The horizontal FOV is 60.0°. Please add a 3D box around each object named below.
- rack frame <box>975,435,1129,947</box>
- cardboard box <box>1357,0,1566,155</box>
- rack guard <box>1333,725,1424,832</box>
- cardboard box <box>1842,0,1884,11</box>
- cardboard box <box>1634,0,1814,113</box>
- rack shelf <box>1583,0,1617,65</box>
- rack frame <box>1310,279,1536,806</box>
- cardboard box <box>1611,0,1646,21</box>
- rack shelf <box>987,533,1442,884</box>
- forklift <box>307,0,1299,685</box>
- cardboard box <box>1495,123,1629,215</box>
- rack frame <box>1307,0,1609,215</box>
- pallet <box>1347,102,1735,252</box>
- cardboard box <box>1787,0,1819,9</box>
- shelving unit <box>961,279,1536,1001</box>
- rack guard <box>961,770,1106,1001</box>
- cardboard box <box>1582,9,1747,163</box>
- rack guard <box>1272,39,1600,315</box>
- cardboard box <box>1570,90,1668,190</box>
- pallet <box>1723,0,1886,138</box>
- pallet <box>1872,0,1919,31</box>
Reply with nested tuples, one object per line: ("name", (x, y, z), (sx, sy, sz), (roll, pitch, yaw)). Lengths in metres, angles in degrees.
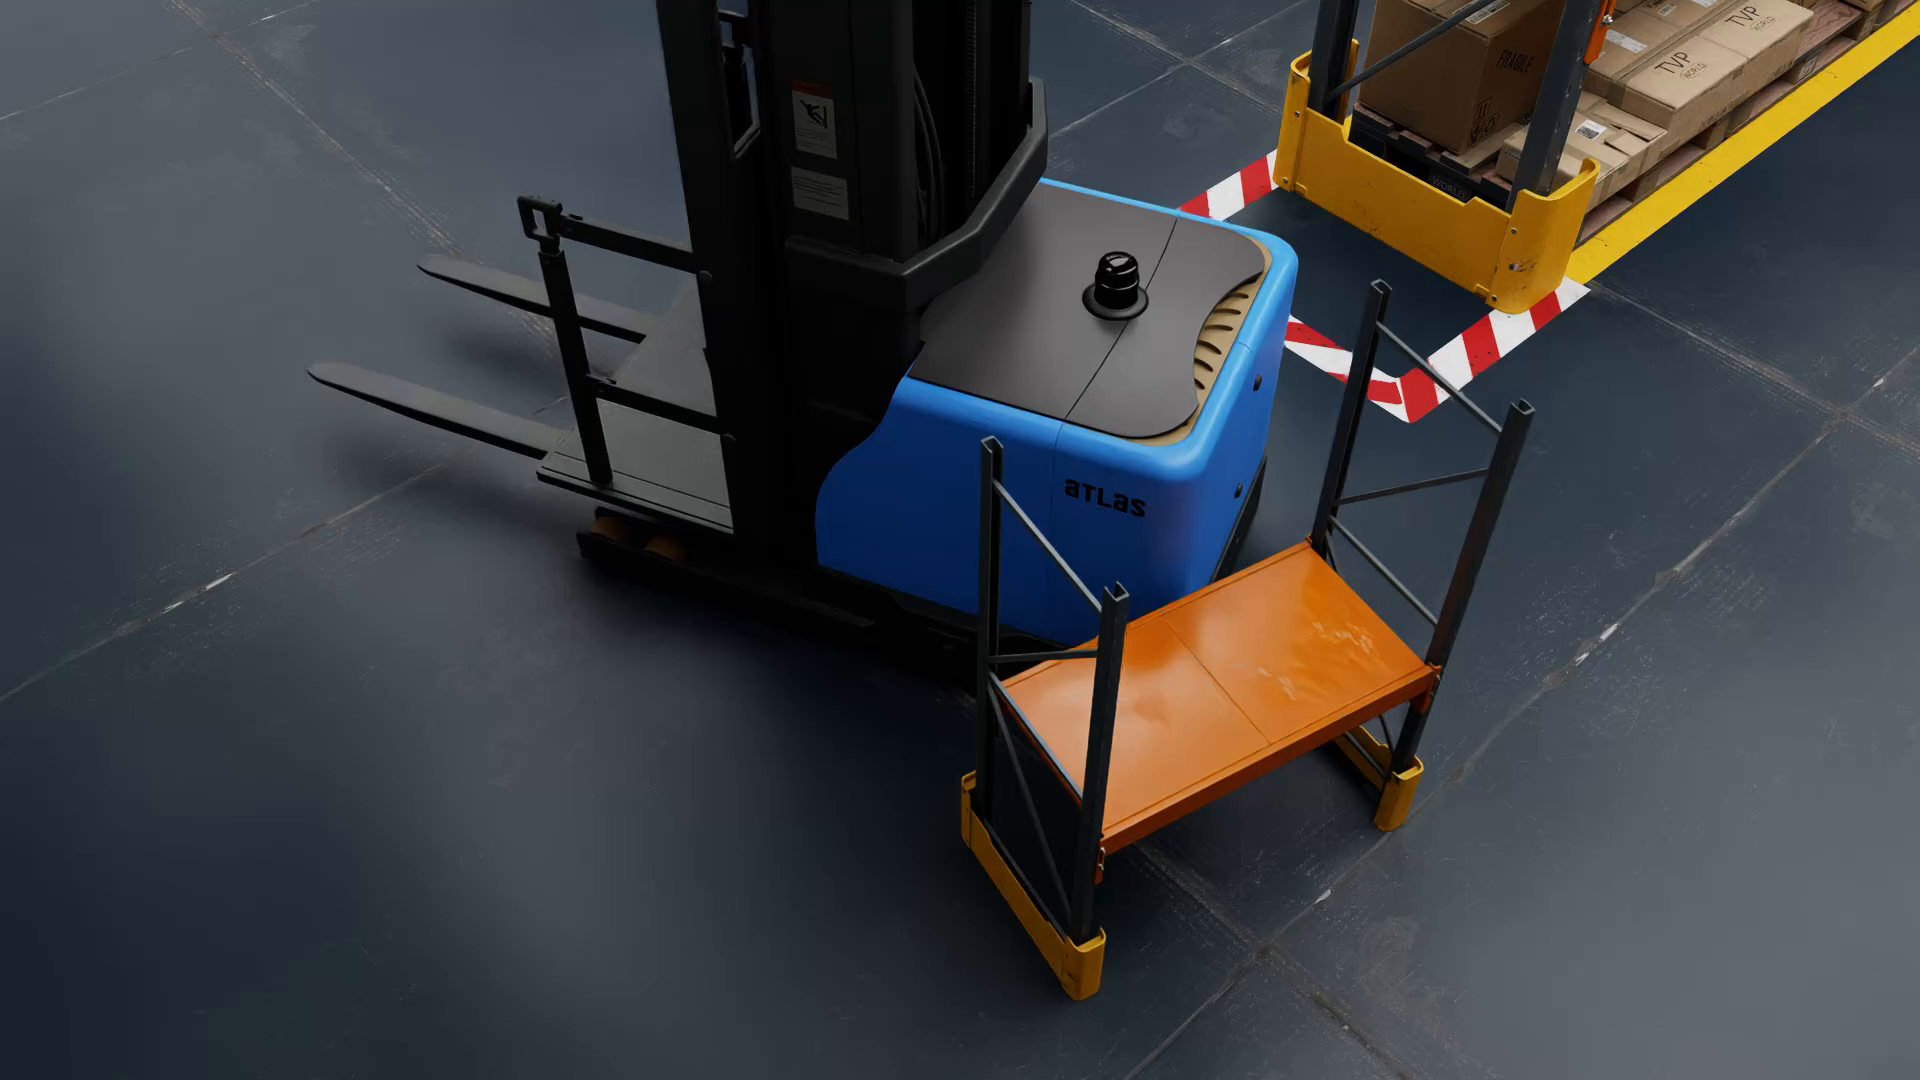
("rack frame", (0.178, 0.456, 3.807), (0.032, 1.500, 0.500), (-23, 52, -20))
("cardboard box", (1.907, -1.880, 6.345), (0.500, 0.500, 0.500), (-34, 56, -27))
("rack guard", (1.040, 0.512, 4.606), (0.087, 0.250, 0.587), (-23, 52, -20))
("cardboard box", (3.845, -2.584, 7.123), (0.500, 0.311, 0.500), (-34, 56, -27))
("cardboard box", (3.004, -2.001, 6.627), (0.500, 0.250, 0.500), (-34, 56, -27))
("rack shelf", (3.151, -2.920, 6.393), (4.000, 0.370, 1.077), (-34, 56, -27))
("rack frame", (1.058, 0.082, 4.152), (0.032, 1.500, 0.500), (-23, 52, -20))
("cardboard box", (2.631, -2.248, 6.855), (0.500, 0.250, 0.500), (-34, 56, -27))
("rack shelf", (0.618, 0.391, 4.112), (1.000, 0.185, 0.538), (-23, 52, -20))
("forklift", (-0.624, -1.189, 4.352), (3.031, 2.935, 1.130), (17, 50, 15))
("cardboard box", (2.212, -1.378, 6.121), (0.250, 0.149, 0.380), (-34, 56, -27))
("rack frame", (1.671, -2.175, 5.216), (0.127, 3.000, 1.000), (-34, 56, -27))
("pallet", (2.316, -1.662, 6.640), (1.213, 0.211, 1.003), (-34, 56, -27))
("cardboard box", (3.244, -2.524, 6.937), (0.637, 0.503, 0.797), (-34, 56, -27))
("shelving unit", (0.610, 0.273, 3.976), (1.083, 1.500, 0.587), (-23, 52, -20))
("rack guard", (0.178, 0.878, 4.268), (0.087, 0.250, 0.587), (-23, 52, -20))
("cardboard box", (2.634, -1.754, 6.399), (0.500, 0.250, 0.500), (-34, 56, -27))
("rack guard", (1.727, -1.365, 6.170), (0.348, 0.500, 1.175), (-34, 56, -27))
("cardboard box", (2.397, -1.507, 6.228), (0.250, 0.166, 0.380), (-34, 56, -27))
("pallet", (3.219, -2.262, 7.194), (1.213, 0.211, 1.003), (-34, 56, -27))
("pallet", (4.122, -2.868, 7.753), (1.213, 0.211, 1.003), (-34, 56, -27))
